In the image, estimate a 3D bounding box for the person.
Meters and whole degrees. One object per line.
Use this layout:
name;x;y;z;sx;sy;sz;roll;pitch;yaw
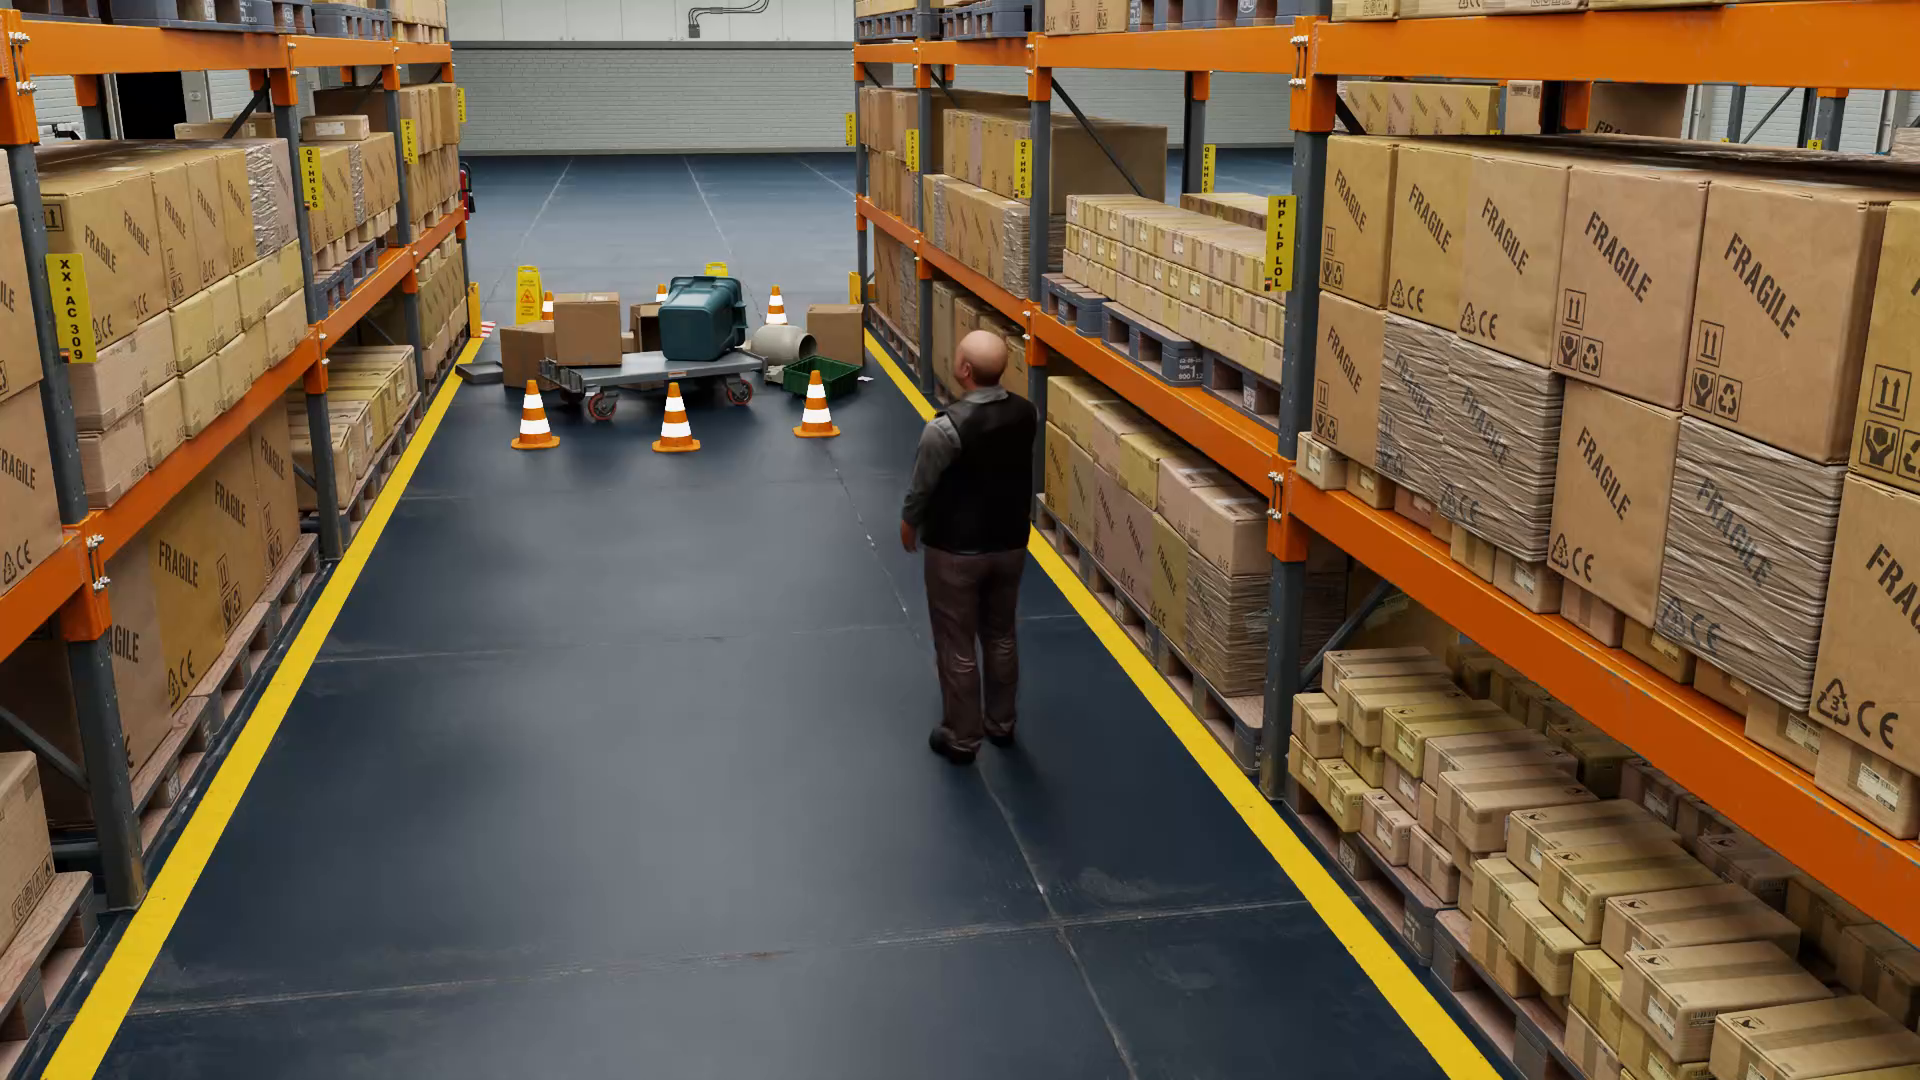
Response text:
person;0.033;0.022;6.495;0.556;1.726;0.522;-11;20;-33
